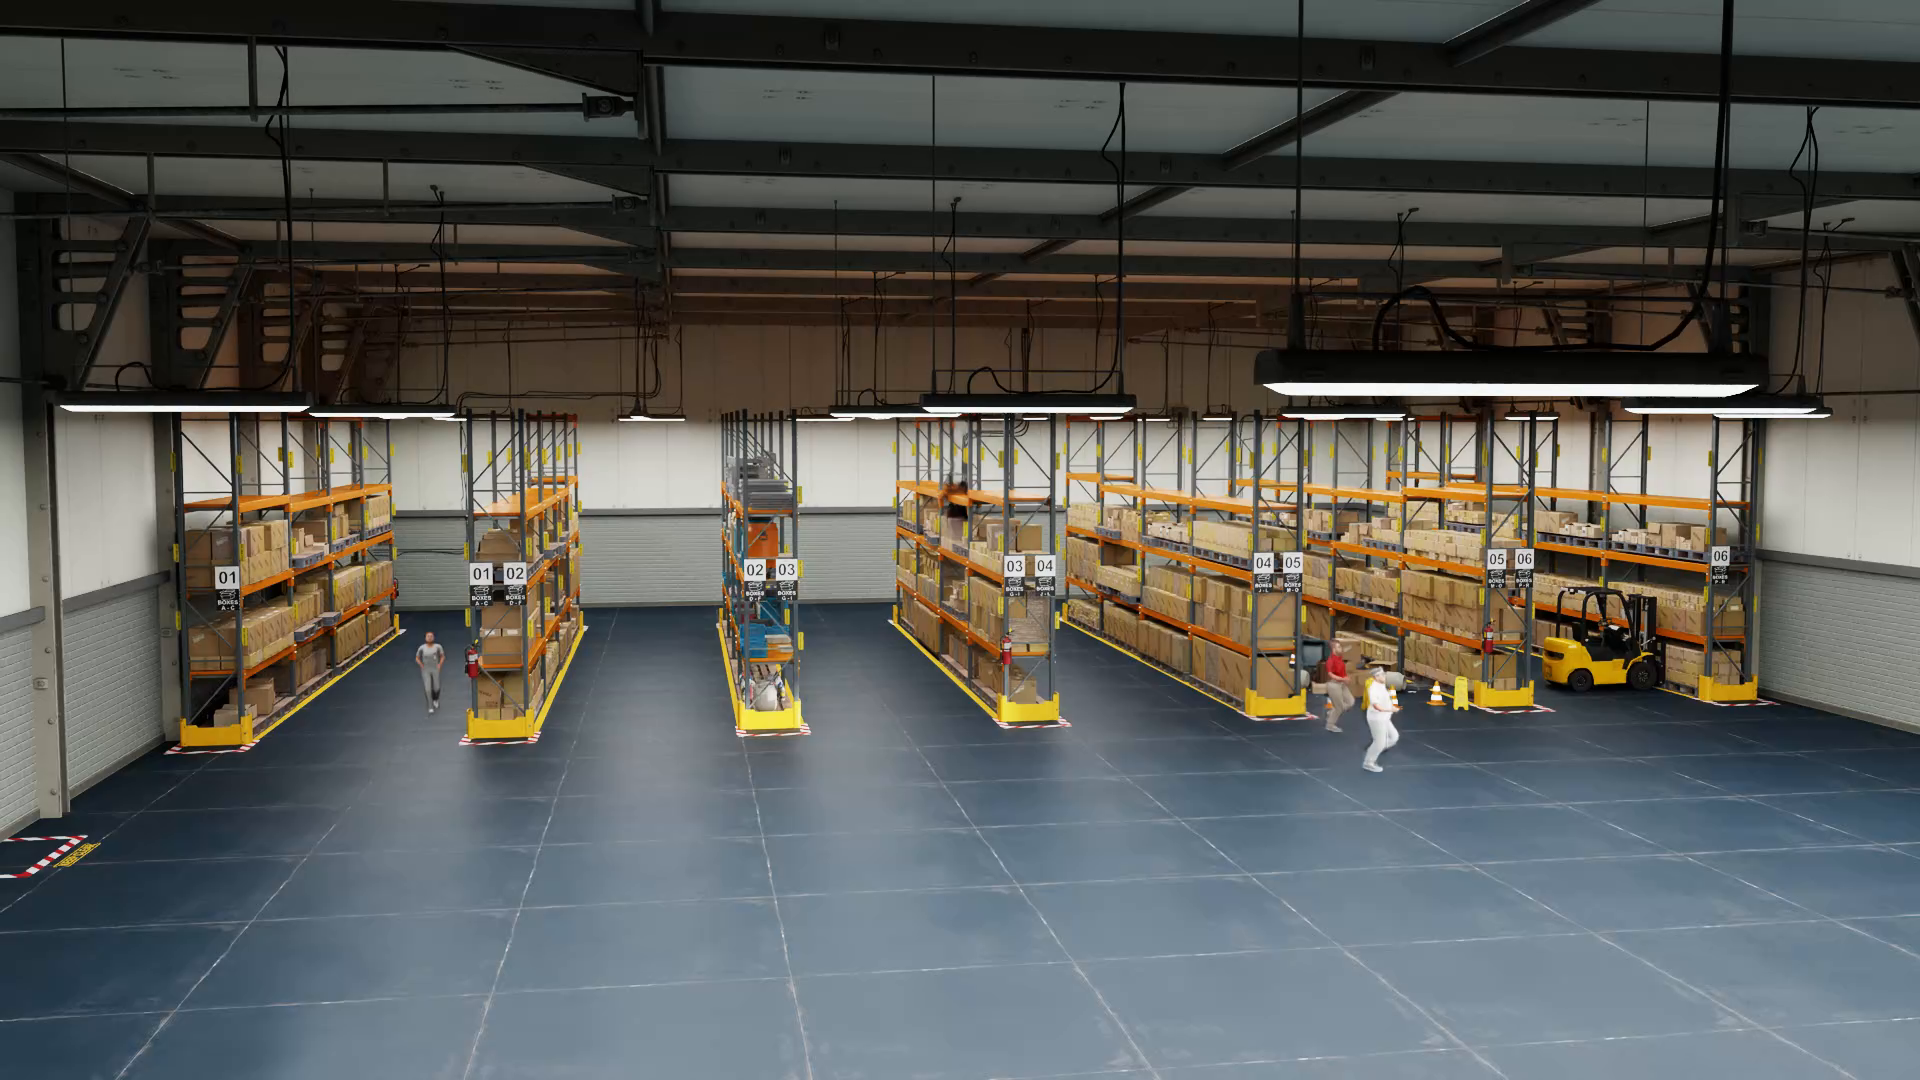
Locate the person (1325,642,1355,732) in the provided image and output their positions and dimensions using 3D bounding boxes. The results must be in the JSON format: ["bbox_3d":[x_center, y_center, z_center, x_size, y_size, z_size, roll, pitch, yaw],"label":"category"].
[{"bbox_3d":[7.018,2.735,30.903,0.531,1.682,0.656,3,5,37],"label":"person"}]

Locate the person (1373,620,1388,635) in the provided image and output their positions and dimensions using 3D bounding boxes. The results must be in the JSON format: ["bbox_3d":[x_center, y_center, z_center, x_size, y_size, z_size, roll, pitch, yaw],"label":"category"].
[{"bbox_3d":[11.087,1.810,43.645,0.654,1.744,0.525,-1,4,-10],"label":"person"}]

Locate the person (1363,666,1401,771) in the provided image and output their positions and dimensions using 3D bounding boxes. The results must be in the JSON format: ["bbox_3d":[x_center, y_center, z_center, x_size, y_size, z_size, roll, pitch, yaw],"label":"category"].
[{"bbox_3d":[6.957,2.938,27.387,0.607,1.738,0.651,2,4,24],"label":"person"}]

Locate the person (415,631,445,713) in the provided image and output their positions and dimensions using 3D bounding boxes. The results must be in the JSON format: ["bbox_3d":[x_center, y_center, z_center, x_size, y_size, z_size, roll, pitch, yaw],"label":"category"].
[{"bbox_3d":[-10.490,2.611,32.942,0.557,1.621,0.585,-1,4,-19],"label":"person"}]
